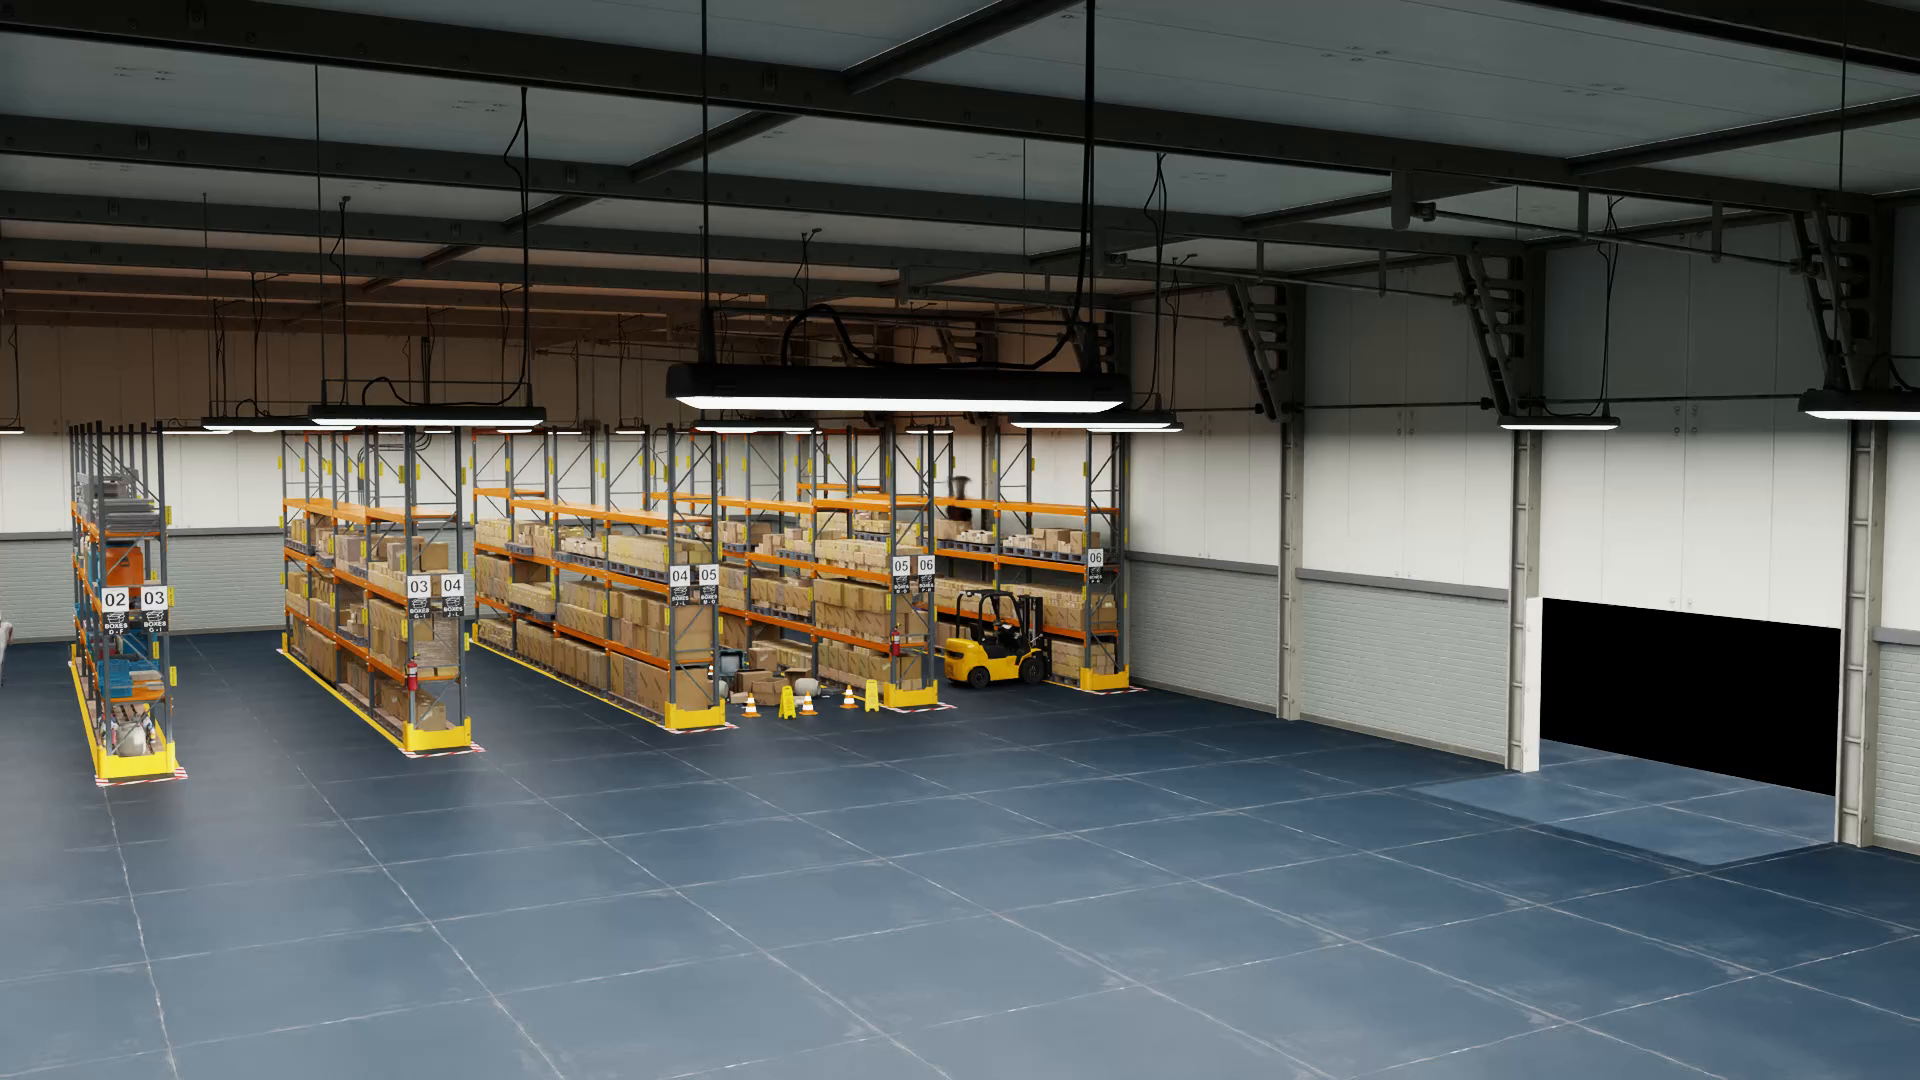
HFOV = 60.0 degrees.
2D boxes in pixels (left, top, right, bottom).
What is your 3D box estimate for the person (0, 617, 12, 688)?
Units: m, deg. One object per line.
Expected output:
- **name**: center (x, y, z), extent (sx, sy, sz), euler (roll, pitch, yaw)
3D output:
- **person**: center (-22.210, 2.537, 38.255), extent (0.734, 1.711, 1.051), euler (-3, 5, -40)
